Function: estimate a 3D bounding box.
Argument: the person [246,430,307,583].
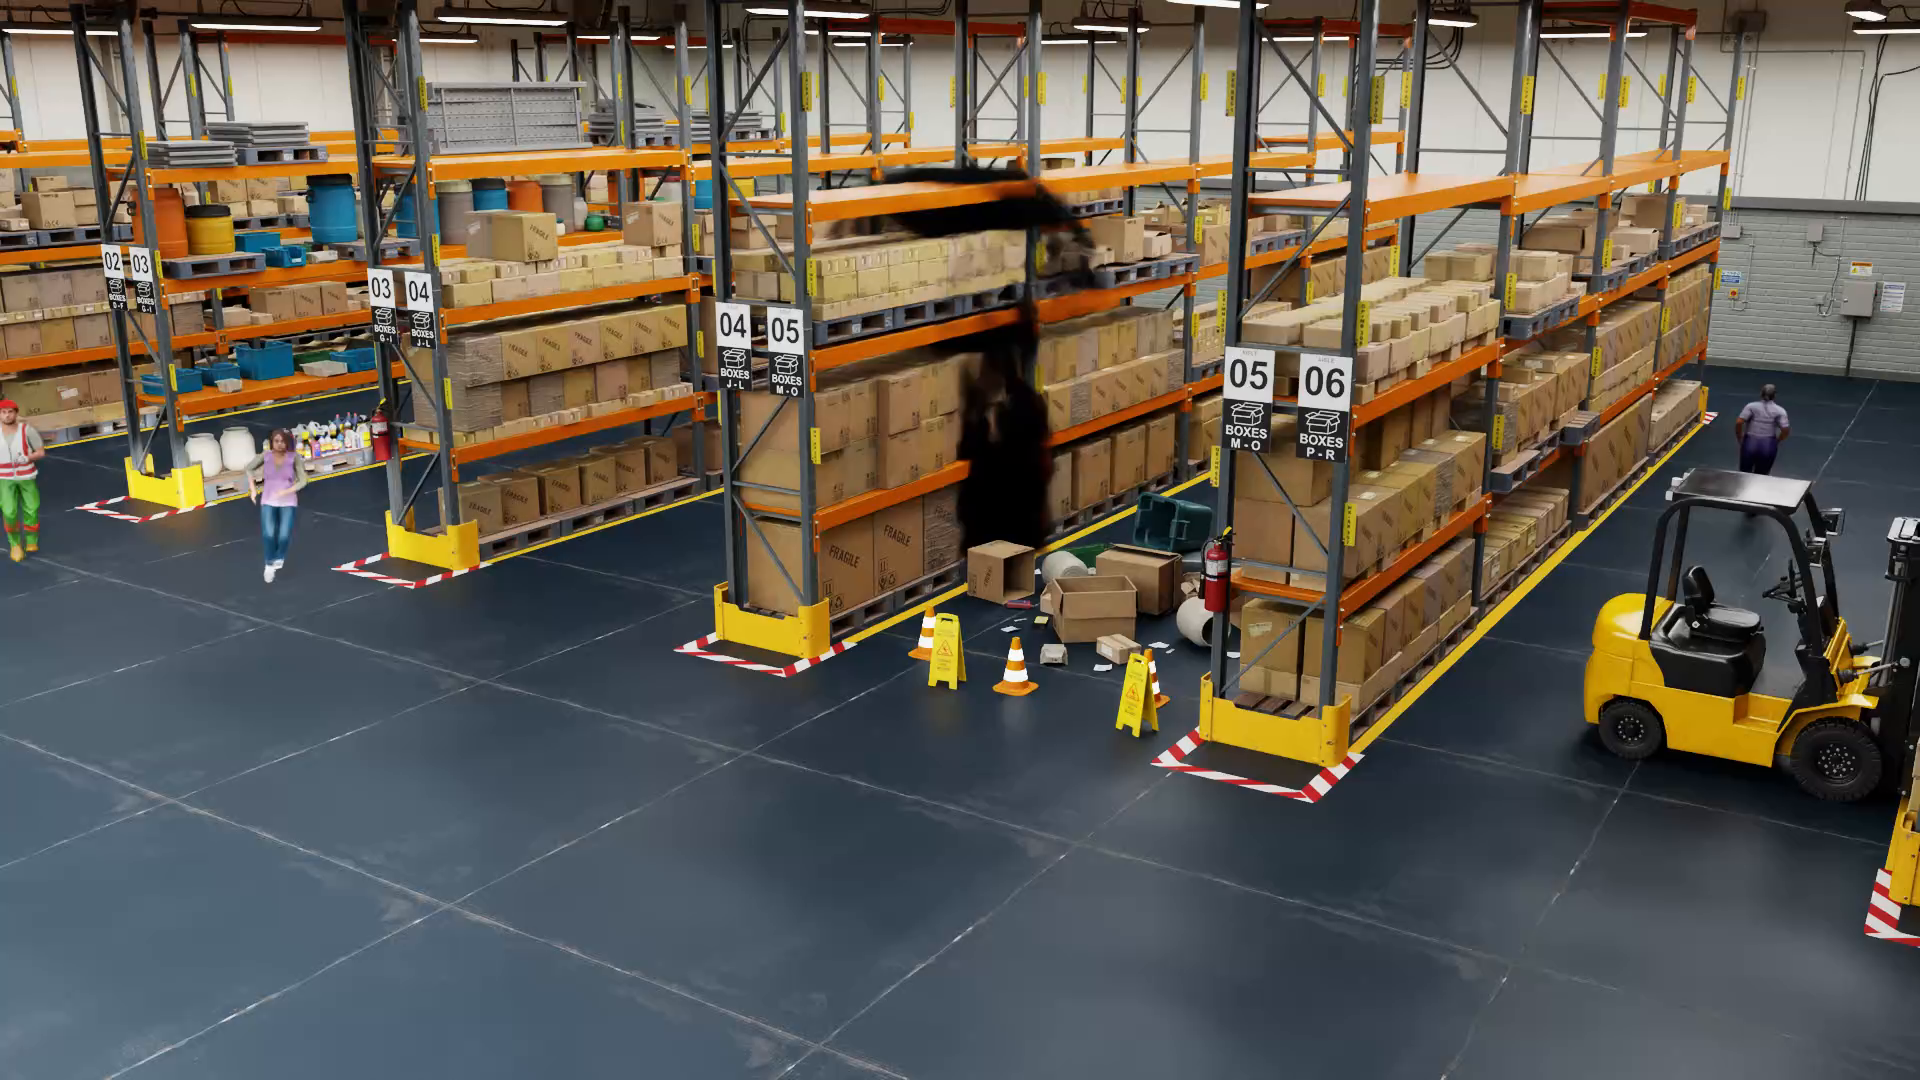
[{"bbox_3d":[-6.919,-0.344,16.926,0.556,1.571,0.525,-7,17,-23],"label":"person"}]

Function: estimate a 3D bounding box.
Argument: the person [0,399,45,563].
[{"bbox_3d":[-10.342,-0.648,18.221,0.642,1.797,0.710,-8,18,-27],"label":"person"}]

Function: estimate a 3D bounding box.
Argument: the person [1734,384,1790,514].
[{"bbox_3d":[9.723,-1.107,20.240,0.608,1.614,0.526,7,17,23],"label":"person"}]

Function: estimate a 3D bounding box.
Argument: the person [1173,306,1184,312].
[{"bbox_3d":[3.501,-2.935,26.730,0.583,1.662,0.558,12,19,36],"label":"person"}]
